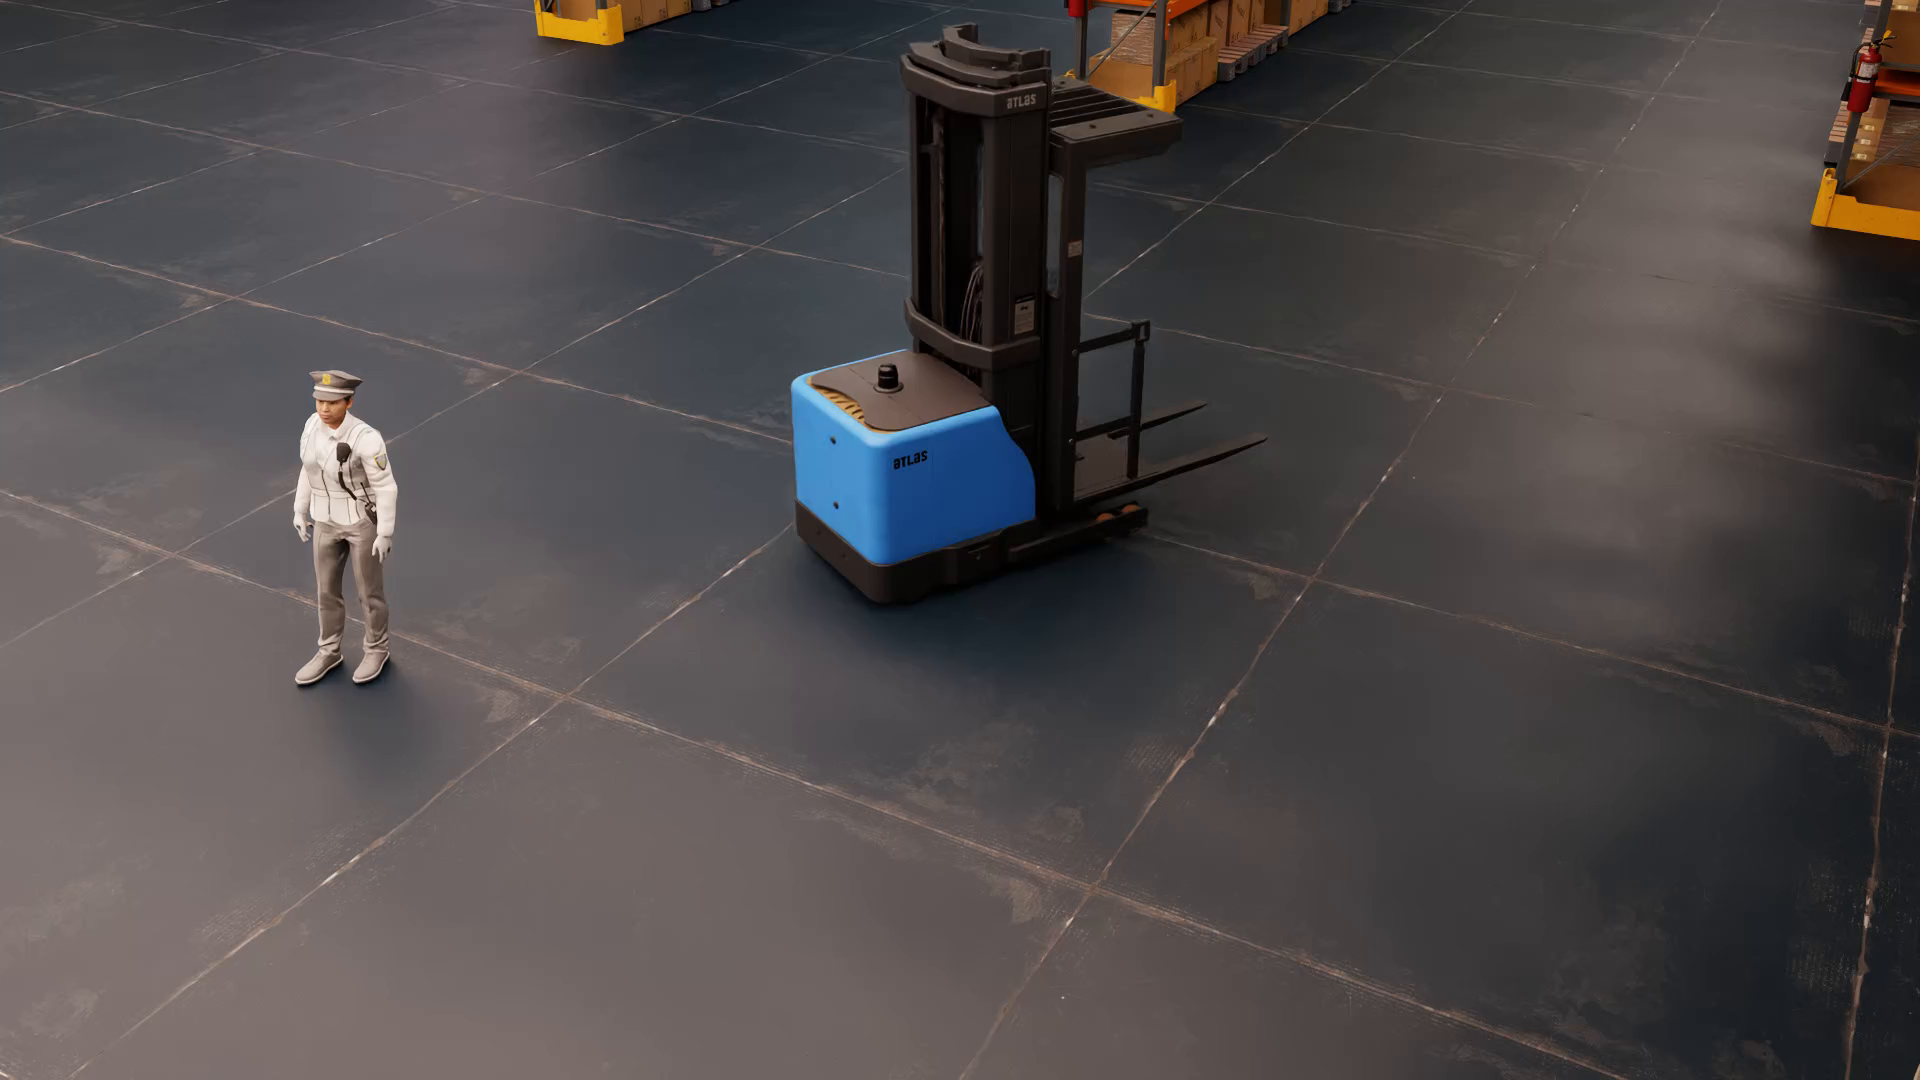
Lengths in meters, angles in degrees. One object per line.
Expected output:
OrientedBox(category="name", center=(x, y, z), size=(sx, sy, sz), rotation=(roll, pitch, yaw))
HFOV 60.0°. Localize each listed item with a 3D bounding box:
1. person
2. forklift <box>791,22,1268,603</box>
OrientedBox(category="person", center=(-3.131, -0.057, 8.392), size=(0.588, 1.695, 0.532), rotation=(10, 31, 17))
OrientedBox(category="forklift", center=(0.536, -1.467, 9.612), size=(3.031, 2.935, 1.130), rotation=(-18, 35, -28))
